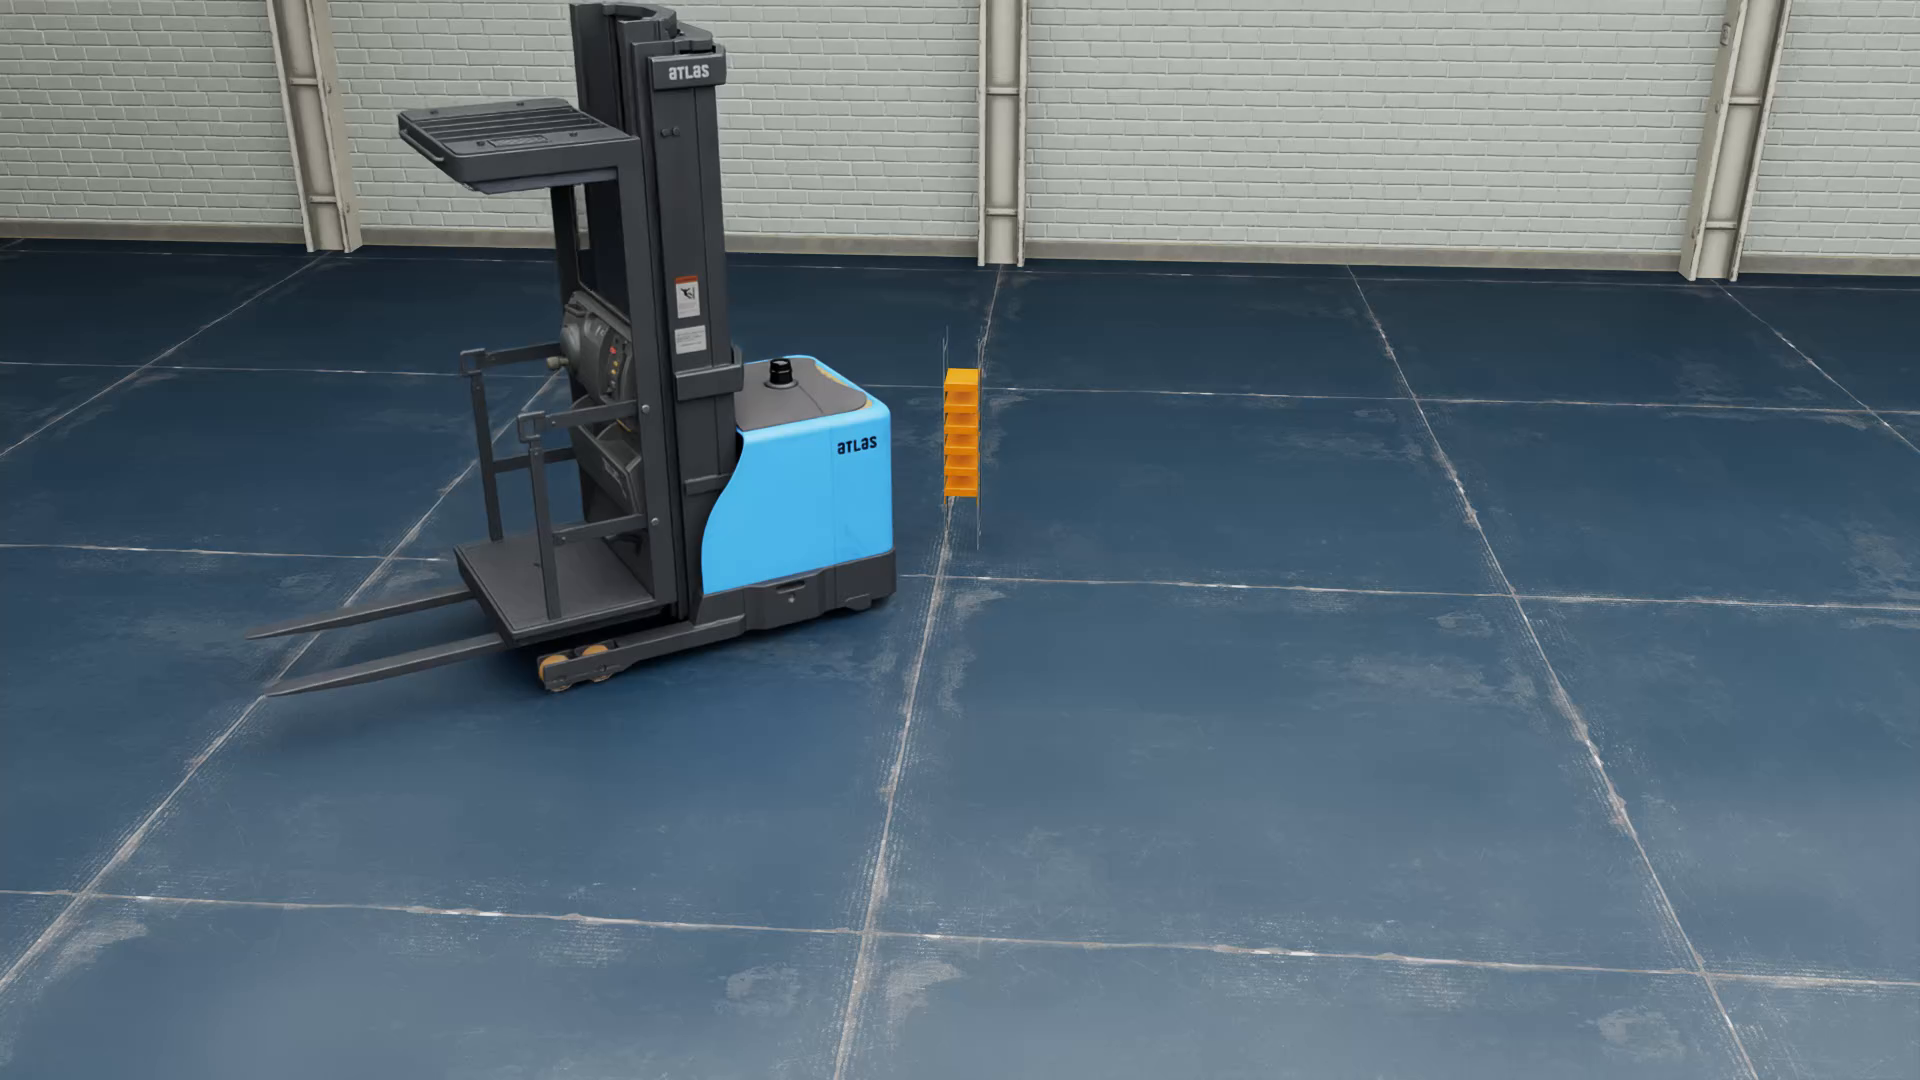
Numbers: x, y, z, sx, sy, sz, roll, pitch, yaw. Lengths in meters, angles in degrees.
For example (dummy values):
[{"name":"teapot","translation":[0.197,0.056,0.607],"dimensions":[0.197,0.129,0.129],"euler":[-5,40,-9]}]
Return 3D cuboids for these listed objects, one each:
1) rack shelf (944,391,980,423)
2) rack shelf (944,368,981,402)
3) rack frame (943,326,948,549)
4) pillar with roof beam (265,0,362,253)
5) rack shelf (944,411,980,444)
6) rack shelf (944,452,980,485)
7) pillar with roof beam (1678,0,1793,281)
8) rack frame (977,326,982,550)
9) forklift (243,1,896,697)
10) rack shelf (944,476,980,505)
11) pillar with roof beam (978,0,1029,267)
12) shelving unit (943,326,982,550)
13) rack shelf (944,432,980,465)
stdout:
[{"name":"rack shelf","translation":[0.014,-0.722,8.916],"dimensions":[0.180,0.103,0.258],"euler":[2,25,4]},{"name":"rack shelf","translation":[0.014,-0.831,8.866],"dimensions":[0.180,0.103,0.258],"euler":[2,25,4]},{"name":"rack frame","translation":[-0.077,-0.548,9.005],"dimensions":[0.006,1.200,0.240],"euler":[2,25,4]},{"name":"pillar with roof beam","translation":[-5.948,-4.924,9.186],"dimensions":[0.400,9.000,9.100],"euler":[2,25,4]},{"name":"rack shelf","translation":[0.014,-0.613,8.967],"dimensions":[0.180,0.103,0.258],"euler":[2,25,4]},{"name":"rack shelf","translation":[0.014,-0.395,9.067],"dimensions":[0.180,0.103,0.258],"euler":[2,25,4]},{"name":"pillar with roof beam","translation":[6.017,-4.540,8.351],"dimensions":[0.400,9.000,9.100],"euler":[2,25,4]},{"name":"rack frame","translation":[0.106,-0.542,8.992],"dimensions":[0.006,1.200,0.240],"euler":[2,25,4]},{"name":"forklift","translation":[-1.867,-0.881,7.658],"dimensions":[3.031,2.935,1.130],"euler":[-13,28,-26]},{"name":"rack shelf","translation":[0.014,-0.286,9.117],"dimensions":[0.180,0.103,0.258],"euler":[2,25,4]},{"name":"pillar with roof beam","translation":[0.034,-4.732,8.768],"dimensions":[0.400,9.000,9.100],"euler":[2,25,4]},{"name":"shelving unit","translation":[0.014,-0.545,8.998],"dimensions":[0.189,1.200,0.258],"euler":[2,25,4]},{"name":"rack shelf","translation":[0.014,-0.504,9.017],"dimensions":[0.180,0.103,0.258],"euler":[2,25,4]}]
